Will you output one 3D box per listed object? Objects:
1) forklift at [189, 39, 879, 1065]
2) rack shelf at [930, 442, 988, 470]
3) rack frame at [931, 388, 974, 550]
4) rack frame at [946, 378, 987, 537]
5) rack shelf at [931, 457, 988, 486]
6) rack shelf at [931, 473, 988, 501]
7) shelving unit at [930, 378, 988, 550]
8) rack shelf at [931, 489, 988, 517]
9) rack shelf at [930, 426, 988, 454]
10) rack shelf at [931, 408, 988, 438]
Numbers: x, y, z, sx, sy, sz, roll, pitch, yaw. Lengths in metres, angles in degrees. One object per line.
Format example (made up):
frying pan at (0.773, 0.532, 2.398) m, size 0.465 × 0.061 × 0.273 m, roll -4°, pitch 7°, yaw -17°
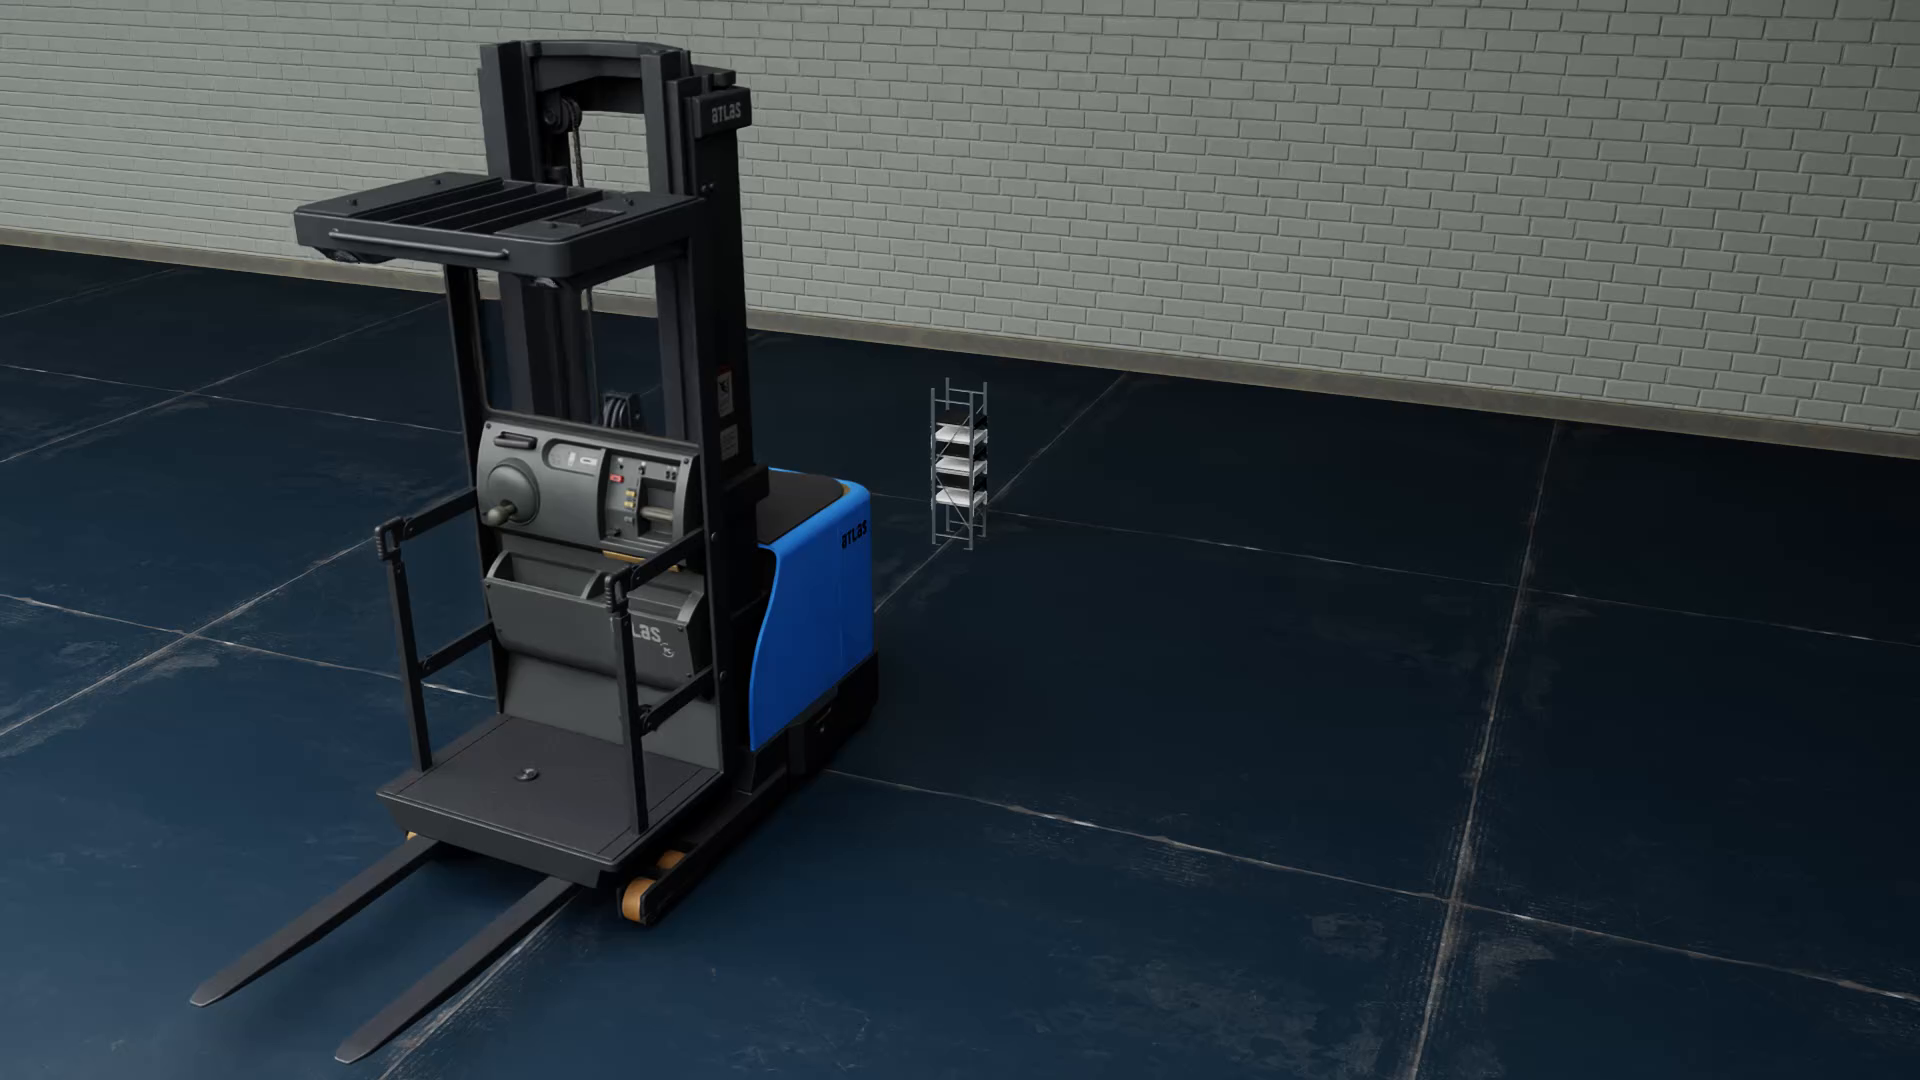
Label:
forklift at (-1.458, -0.170, 5.854) m, size 1.130 × 2.935 × 3.031 m, roll 11°, pitch 25°, yaw 24°
rack shelf at (-0.003, -0.465, 9.048) m, size 0.258 × 0.077 × 0.200 m, roll 9°, pitch 24°, yaw 20°
rack frame at (-0.041, -0.376, 8.983) m, size 0.240 × 0.900 × 0.006 m, roll 9°, pitch 24°, yaw 20°
rack frame at (0.035, -0.449, 9.157) m, size 0.240 × 0.900 × 0.006 m, roll 9°, pitch 24°, yaw 20°
rack shelf at (-0.003, -0.382, 9.082) m, size 0.258 × 0.077 × 0.200 m, roll 9°, pitch 24°, yaw 20°
rack shelf at (-0.003, -0.299, 9.117) m, size 0.258 × 0.077 × 0.200 m, roll 9°, pitch 24°, yaw 20°
shelving unit at (-0.003, -0.412, 9.070) m, size 0.258 × 0.900 × 0.210 m, roll 9°, pitch 24°, yaw 20°
rack shelf at (-0.003, -0.215, 9.152) m, size 0.258 × 0.077 × 0.200 m, roll 9°, pitch 24°, yaw 20°
rack shelf at (-0.003, -0.548, 9.013) m, size 0.258 × 0.077 × 0.200 m, roll 9°, pitch 24°, yaw 20°
rack shelf at (-0.003, -0.631, 8.978) m, size 0.258 × 0.077 × 0.200 m, roll 9°, pitch 24°, yaw 20°
